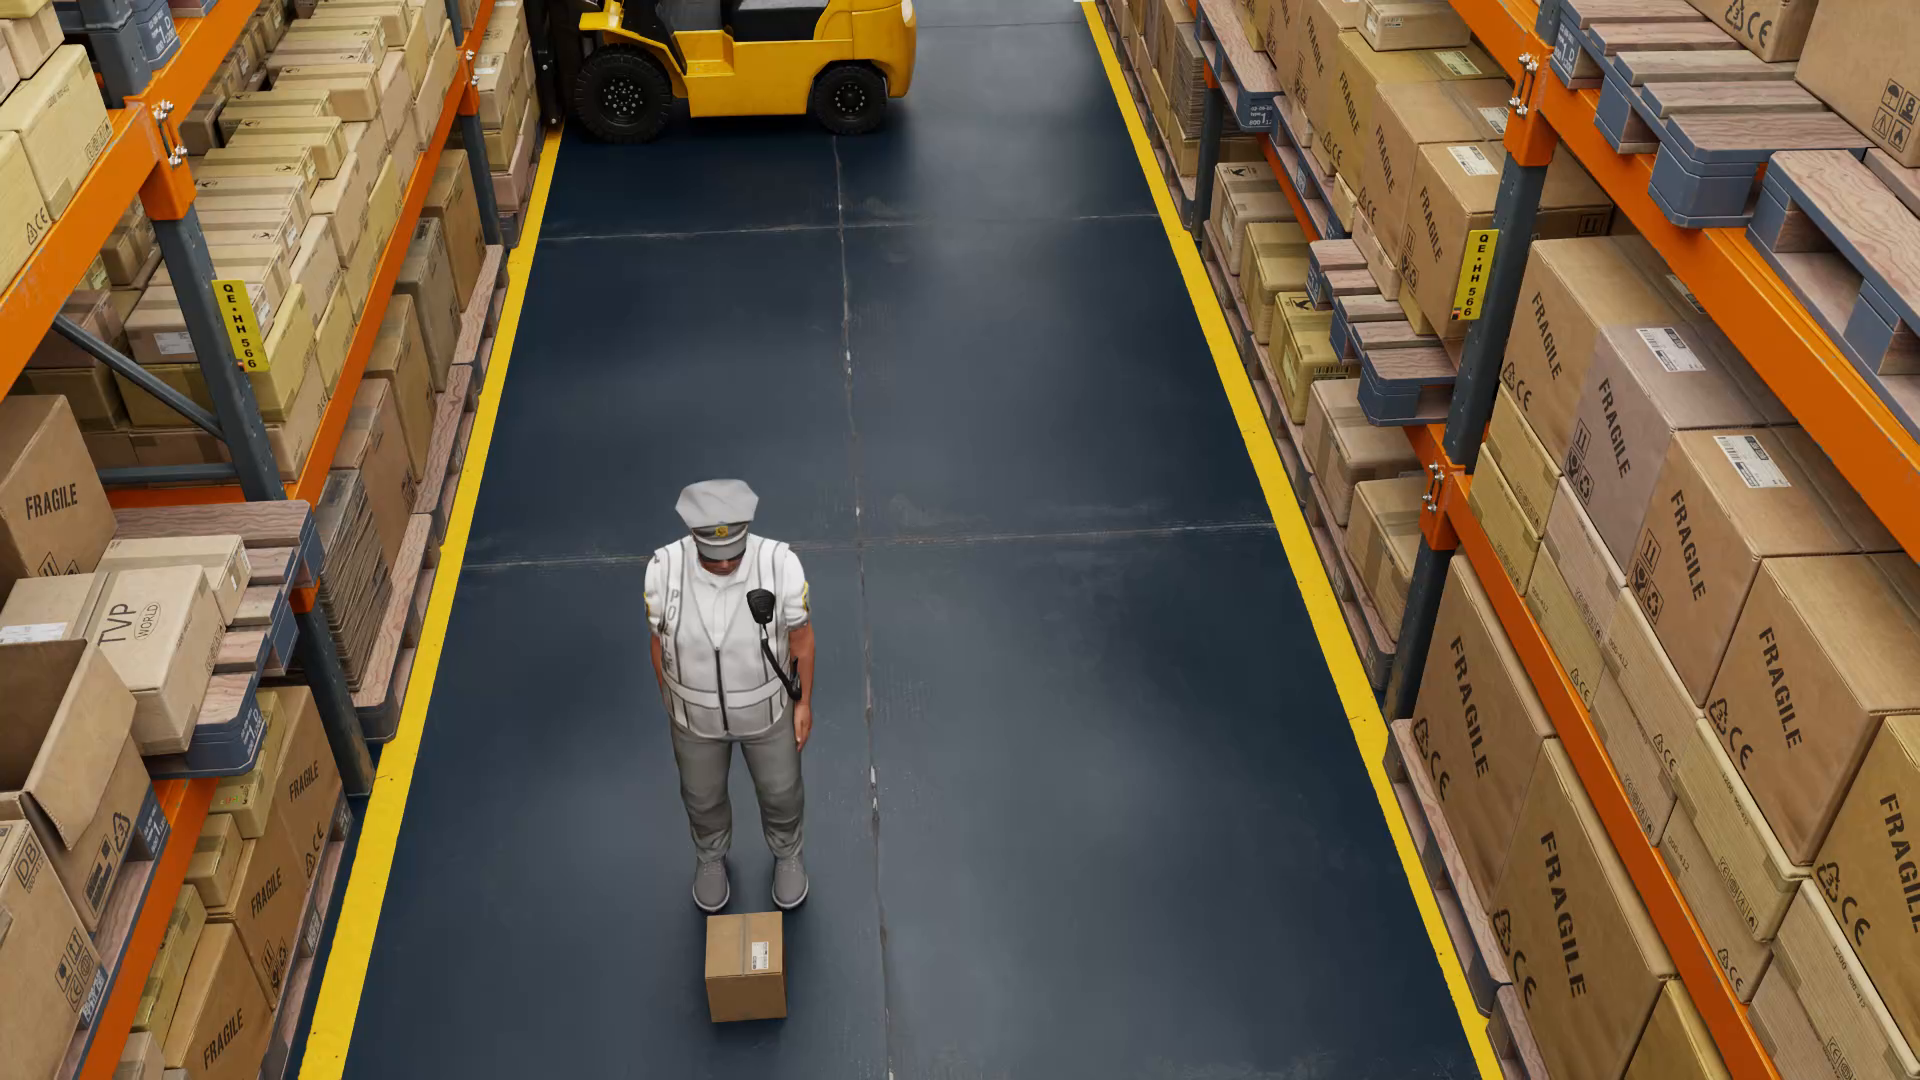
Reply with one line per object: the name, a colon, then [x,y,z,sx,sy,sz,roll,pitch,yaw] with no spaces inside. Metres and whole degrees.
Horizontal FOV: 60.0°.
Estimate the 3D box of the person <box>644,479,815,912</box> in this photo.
person: [-0.732,0.538,5.495,0.530,1.740,0.391,-2,39,-3]
